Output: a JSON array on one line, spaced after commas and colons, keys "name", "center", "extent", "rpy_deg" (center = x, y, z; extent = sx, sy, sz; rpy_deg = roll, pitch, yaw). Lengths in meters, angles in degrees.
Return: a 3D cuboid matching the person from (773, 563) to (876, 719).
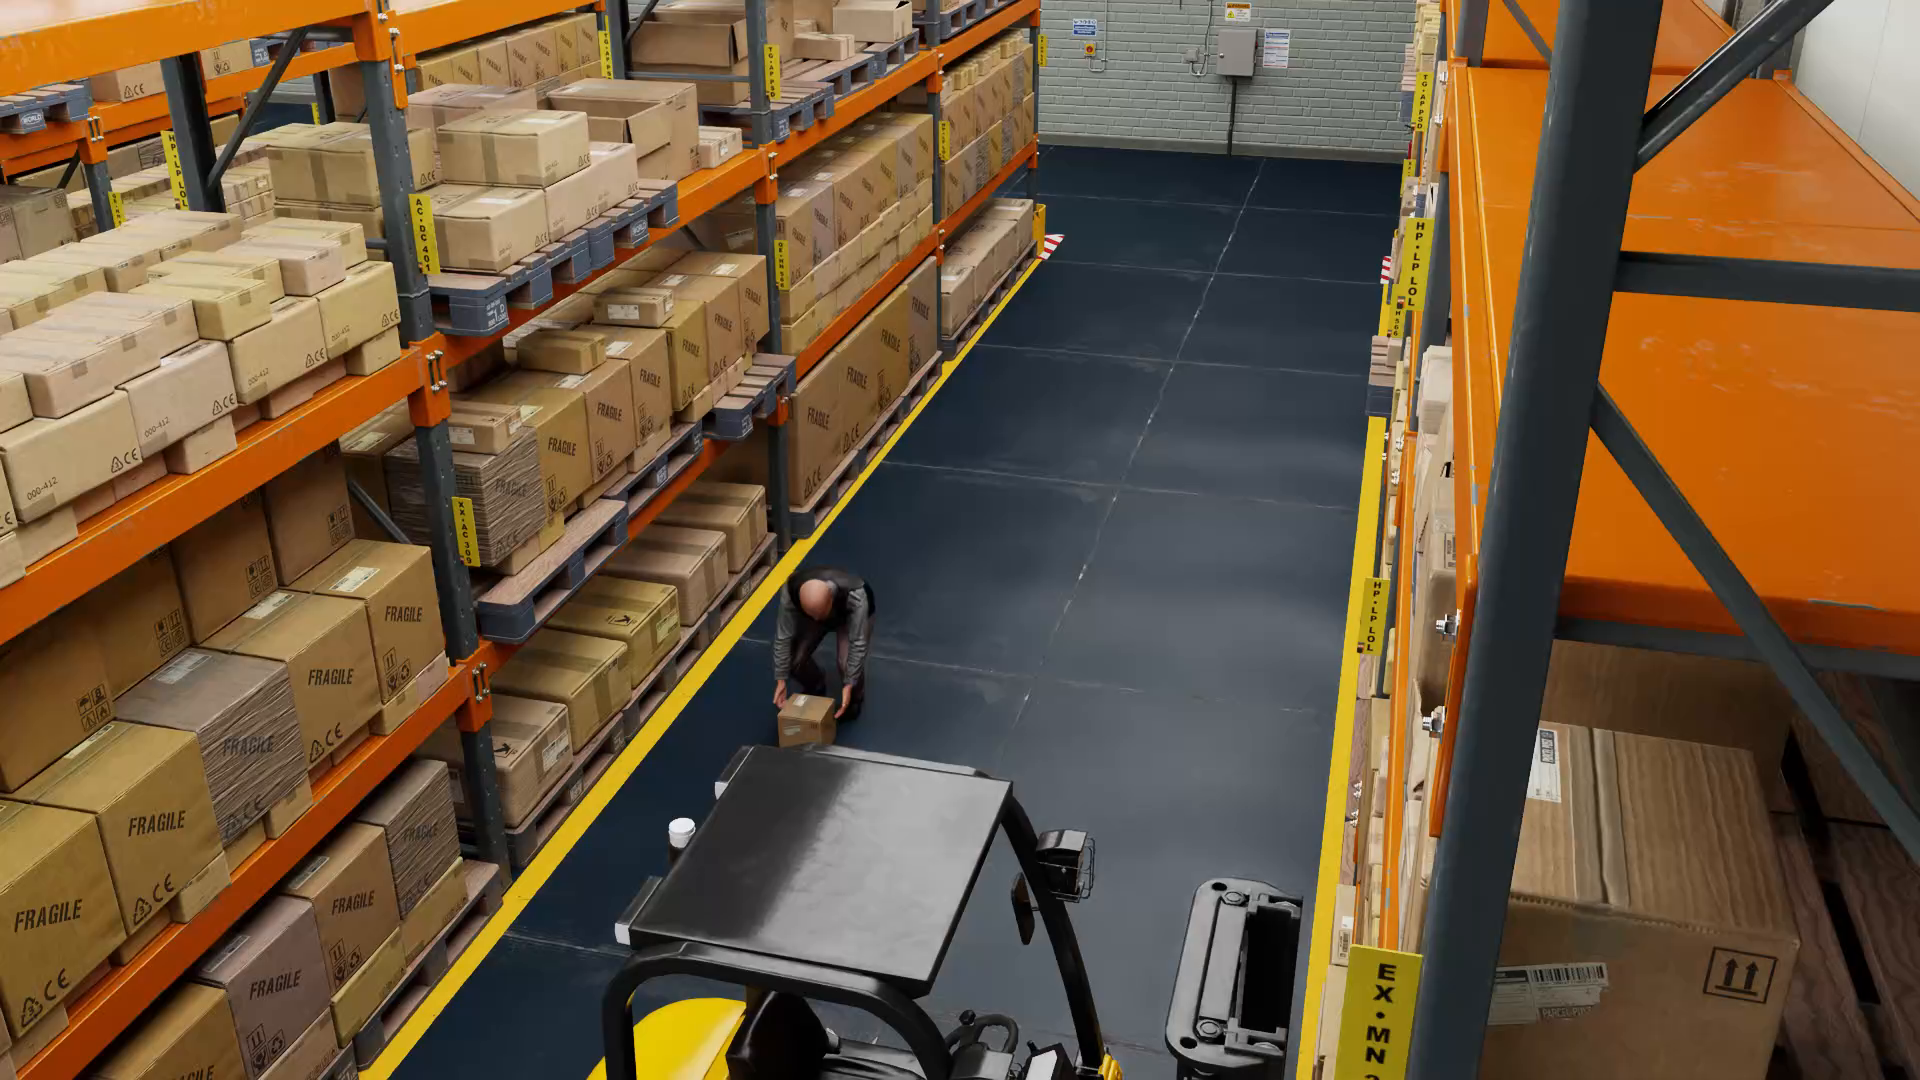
[{"name": "person", "center": [-0.733, 0.538, 9.441], "extent": [0.552, 1.008, 0.855], "rpy_deg": [6, 26, 13]}]
